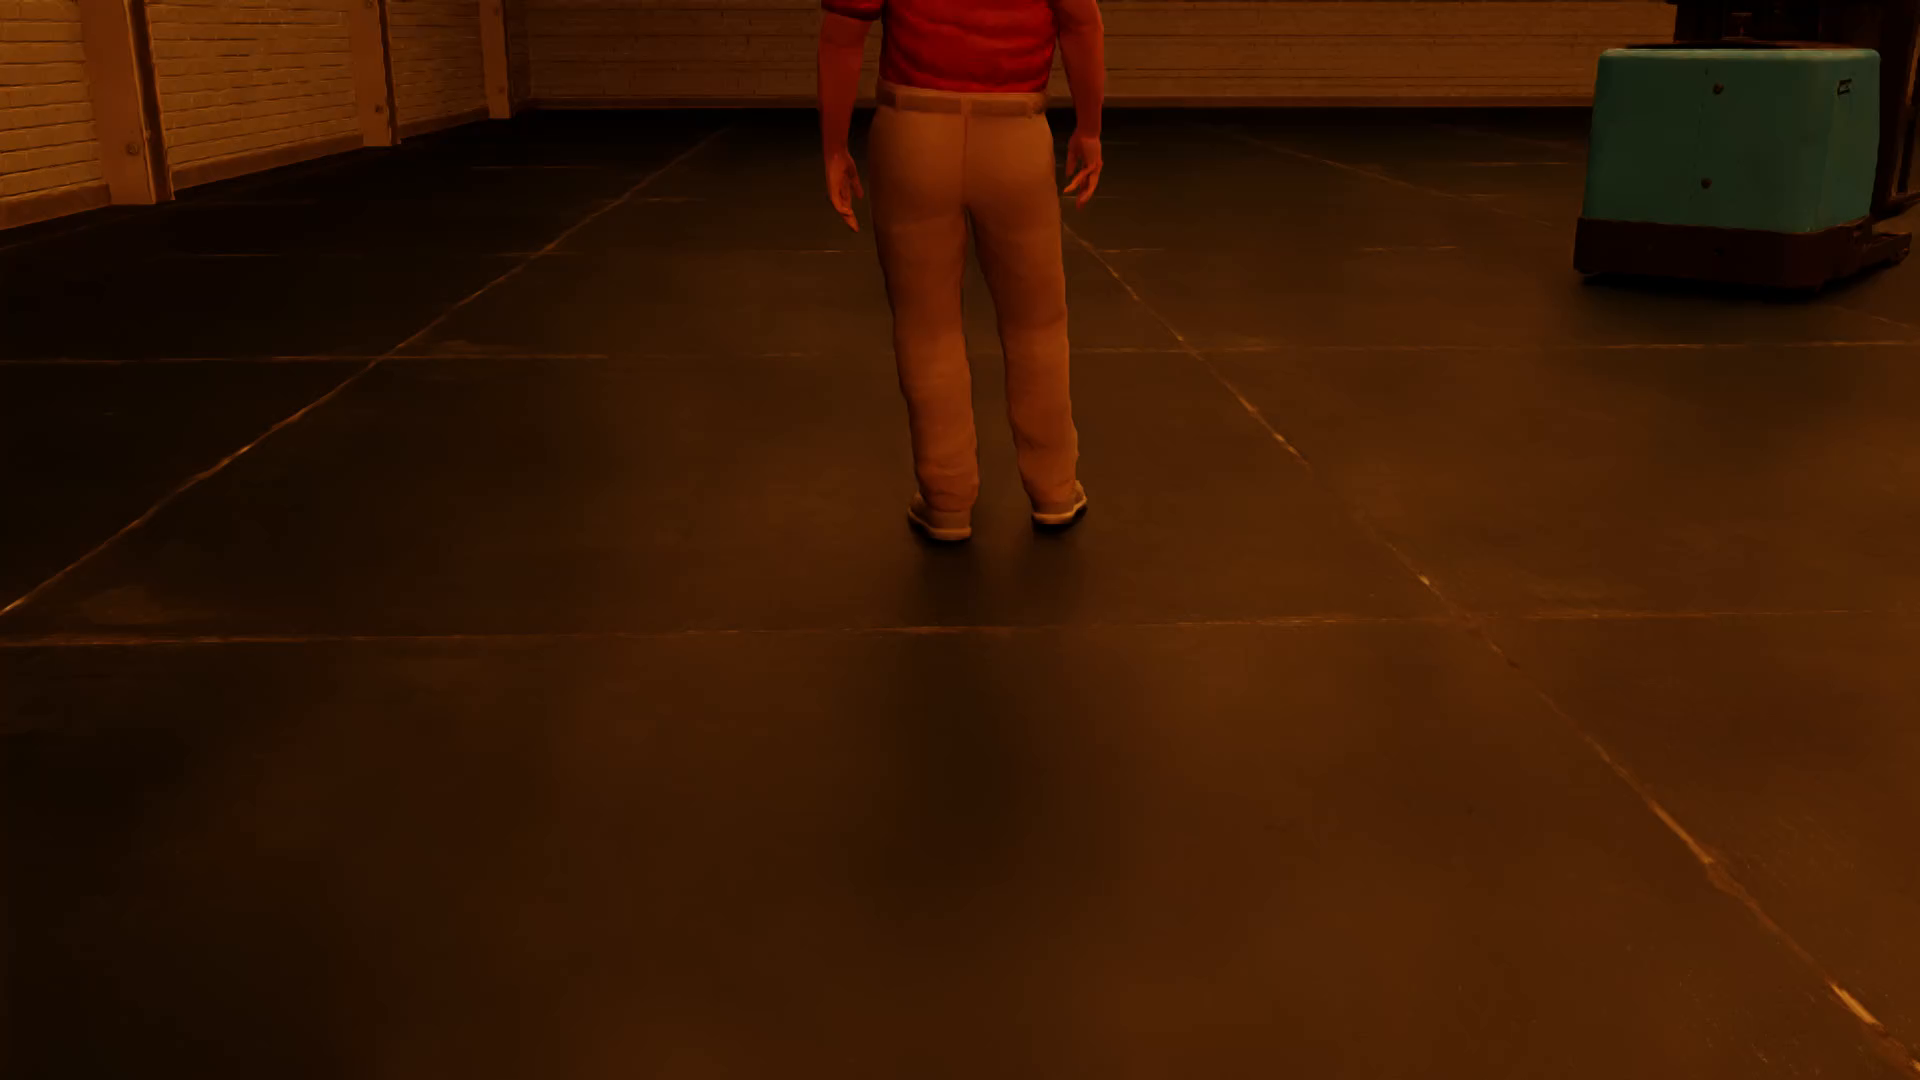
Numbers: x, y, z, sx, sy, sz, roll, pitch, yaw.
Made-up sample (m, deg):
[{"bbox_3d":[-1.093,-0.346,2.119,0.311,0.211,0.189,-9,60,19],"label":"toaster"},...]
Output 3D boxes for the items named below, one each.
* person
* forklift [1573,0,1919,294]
[{"bbox_3d":[0.007,-0.860,3.749,0.640,1.726,0.550,-1,17,-3],"label":"person"},{"bbox_3d":[4.251,-2.862,8.262,1.130,2.935,3.031,14,22,38],"label":"forklift"}]
